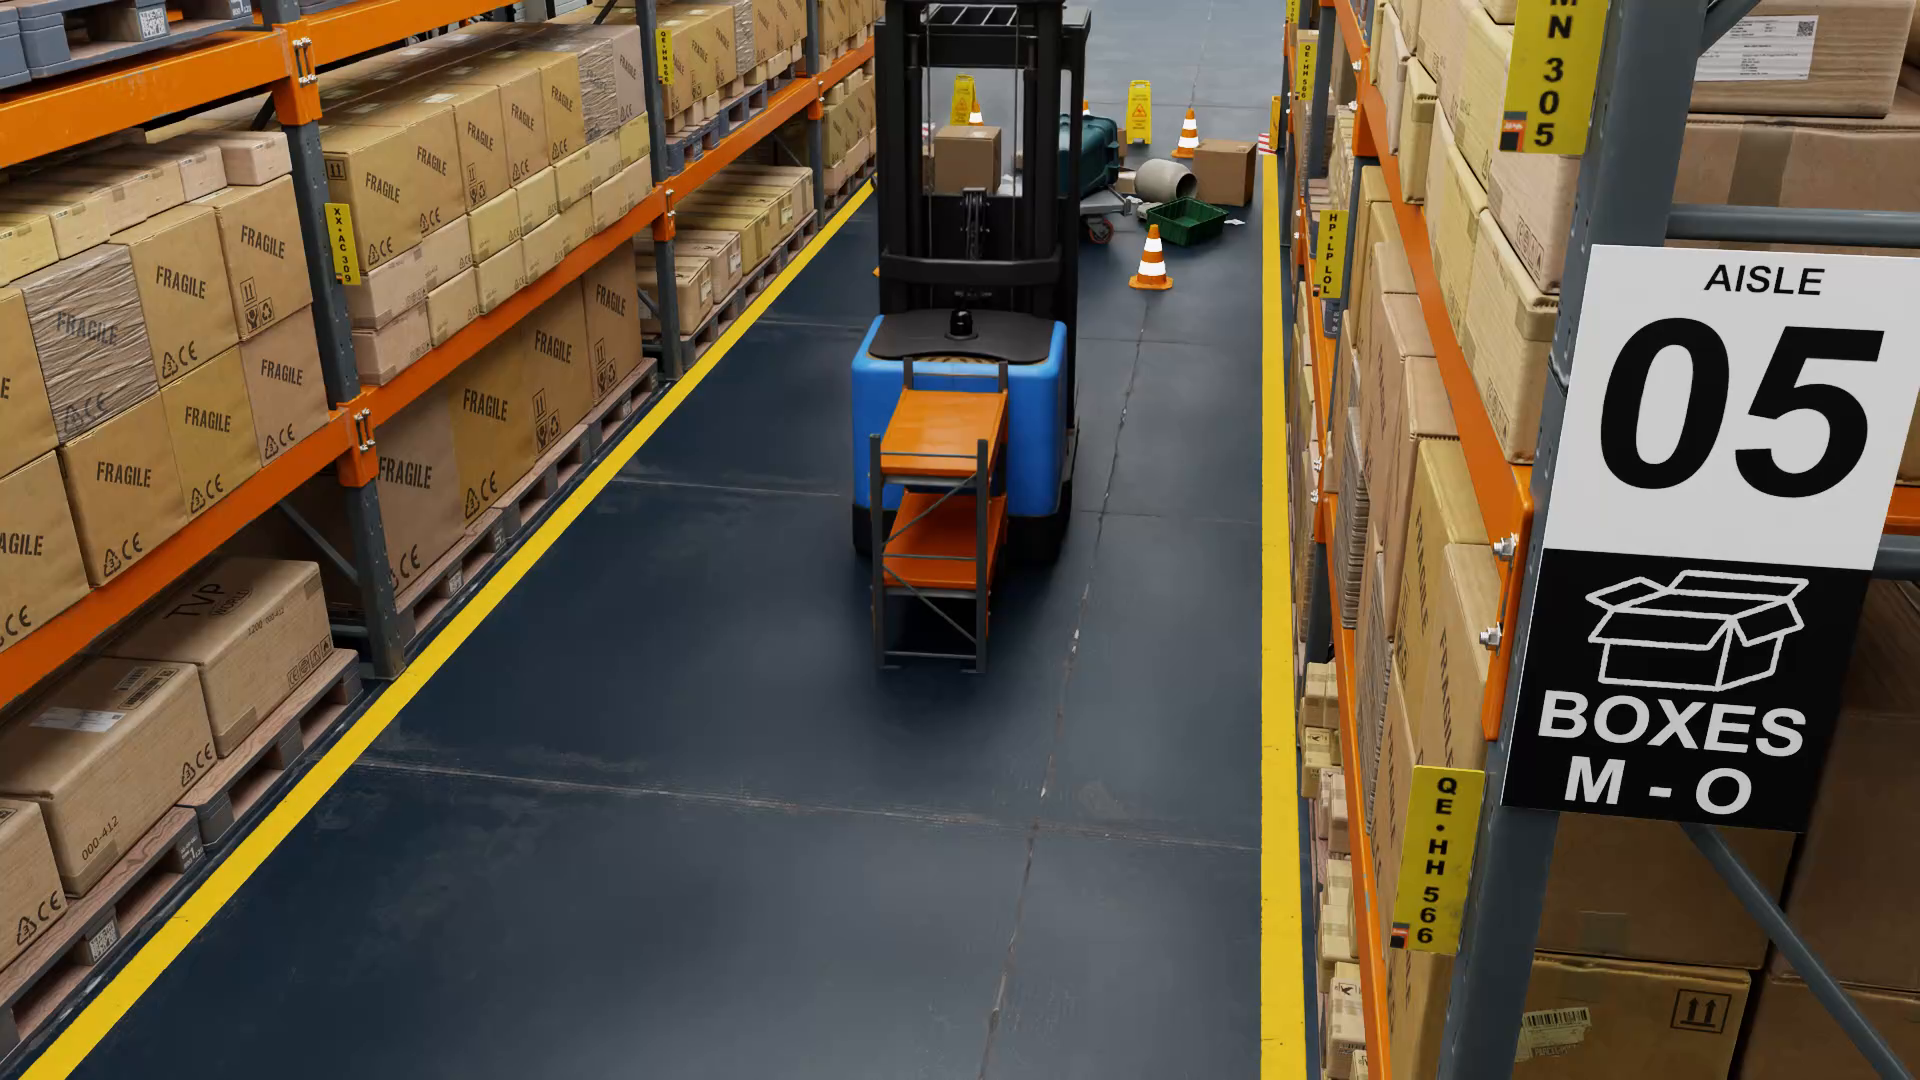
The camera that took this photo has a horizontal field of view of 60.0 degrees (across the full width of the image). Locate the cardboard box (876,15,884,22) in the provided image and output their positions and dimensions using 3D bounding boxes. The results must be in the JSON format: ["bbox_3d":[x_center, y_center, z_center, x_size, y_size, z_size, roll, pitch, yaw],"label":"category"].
[{"bbox_3d":[-0.895,-5.188,16.592,0.380,0.149,0.250,4,25,9],"label":"cardboard box"}]

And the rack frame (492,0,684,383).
[{"bbox_3d":[-2.345,-2.456,10.459,1.000,3.000,0.127,4,25,9],"label":"rack frame"}]

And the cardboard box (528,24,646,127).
[{"bbox_3d":[-2.172,-2.720,9.725,0.500,0.500,0.500,3,25,7],"label":"cardboard box"}]

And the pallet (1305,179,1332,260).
[{"bbox_3d":[2.544,-1.763,9.205,1.213,0.211,1.003,4,25,9],"label":"pallet"}]

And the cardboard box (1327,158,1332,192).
[{"bbox_3d":[2.283,-2.059,9.411,0.380,0.149,0.250,4,25,8],"label":"cardboard box"}]

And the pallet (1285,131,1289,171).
[{"bbox_3d":[3.809,-3.899,16.830,1.003,0.211,1.213,4,25,9],"label":"pallet"}]

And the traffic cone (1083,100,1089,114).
[{"bbox_3d":[1.315,-4.449,17.709,0.336,0.463,0.334,4,25,9],"label":"traffic cone"}]

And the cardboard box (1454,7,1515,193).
[{"bbox_3d":[1.154,-0.751,2.865,0.500,0.250,0.500,3,25,7],"label":"cardboard box"}]

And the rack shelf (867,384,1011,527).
[{"bbox_3d":[-0.077,-0.402,7.591,0.538,0.278,1.000,3,25,6],"label":"rack shelf"}]

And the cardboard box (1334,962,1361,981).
[{"bbox_3d":[1.267,1.375,4.790,0.380,0.149,0.250,5,26,11],"label":"cardboard box"}]

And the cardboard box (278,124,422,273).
[{"bbox_3d":[-2.643,-1.446,7.003,0.500,0.500,0.500,4,25,9],"label":"cardboard box"}]

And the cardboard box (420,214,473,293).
[{"bbox_3d":[-2.591,-1.326,7.632,0.500,0.250,0.500,4,25,9],"label":"cardboard box"}]

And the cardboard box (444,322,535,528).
[{"bbox_3d":[-2.836,-0.654,8.621,0.875,0.875,0.875,5,26,10],"label":"cardboard box"}]

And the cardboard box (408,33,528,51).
[{"bbox_3d":[-2.738,-2.557,9.377,0.500,0.500,0.500,4,25,9],"label":"cardboard box"}]

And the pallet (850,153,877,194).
[{"bbox_3d":[-1.419,-3.661,16.323,1.003,0.211,1.213,4,25,9],"label":"pallet"}]

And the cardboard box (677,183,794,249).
[{"bbox_3d":[-1.889,-2.609,13.389,0.950,0.372,0.625,6,26,12],"label":"cardboard box"}]

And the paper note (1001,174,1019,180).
[{"bbox_3d":[0.485,-3.574,16.363,0.148,0.019,0.142,13,28,26],"label":"paper note"}]

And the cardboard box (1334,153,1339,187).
[{"bbox_3d":[2.195,-1.953,8.834,0.380,0.149,0.250,3,25,7],"label":"cardboard box"}]

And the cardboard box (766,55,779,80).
[{"bbox_3d":[-1.608,-3.645,12.800,0.380,0.149,0.250,4,25,9],"label":"cardboard box"}]

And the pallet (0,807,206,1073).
[{"bbox_3d":[-3.397,1.304,5.715,1.003,0.211,1.213,4,25,9],"label":"pallet"}]

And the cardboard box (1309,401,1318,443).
[{"bbox_3d":[1.871,-0.423,7.685,0.500,0.250,0.500,5,26,11],"label":"cardboard box"}]

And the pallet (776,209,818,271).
[{"bbox_3d":[-1.817,-2.541,13.929,1.003,0.211,1.213,4,25,9],"label":"pallet"}]

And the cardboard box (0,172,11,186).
[{"bbox_3d":[-3.434,-1.143,5.592,0.380,0.149,0.250,4,25,8],"label":"cardboard box"}]

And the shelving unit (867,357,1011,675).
[{"bbox_3d":[-0.077,-0.137,7.715,0.538,1.125,1.048,3,25,6],"label":"shelving unit"}]

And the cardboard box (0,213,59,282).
[{"bbox_3d":[-3.006,-0.894,5.059,0.380,0.149,0.250,3,25,7],"label":"cardboard box"}]

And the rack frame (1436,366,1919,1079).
[{"bbox_3d":[1.247,1.190,2.669,1.000,3.000,0.127,4,25,9],"label":"rack frame"}]

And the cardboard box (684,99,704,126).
[{"bbox_3d":[-1.939,-2.883,11.172,0.380,0.149,0.250,2,25,5],"label":"cardboard box"}]

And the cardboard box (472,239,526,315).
[{"bbox_3d":[-2.484,-1.311,8.189,0.500,0.250,0.500,4,25,8],"label":"cardboard box"}]

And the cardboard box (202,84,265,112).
[{"bbox_3d":[-6.699,-4.088,15.515,0.500,0.250,0.500,5,25,10],"label":"cardboard box"}]

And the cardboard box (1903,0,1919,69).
[{"bbox_3d":[1.584,-0.732,2.355,0.380,0.149,0.250,5,26,11],"label":"cardboard box"}]

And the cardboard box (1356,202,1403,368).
[{"bbox_3d":[1.517,-0.726,5.114,0.500,0.500,0.500,3,25,7],"label":"cardboard box"}]

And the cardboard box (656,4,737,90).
[{"bbox_3d":[-1.885,-3.440,11.596,0.500,0.500,0.500,4,25,9],"label":"cardboard box"}]

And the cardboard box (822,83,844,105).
[{"bbox_3d":[-1.249,-3.984,14.821,0.380,0.149,0.250,4,25,9],"label":"cardboard box"}]

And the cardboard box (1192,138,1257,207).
[{"bbox_3d":[2.450,-3.418,15.459,0.500,0.500,0.500,8,26,18],"label":"cardboard box"}]

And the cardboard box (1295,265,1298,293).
[{"bbox_3d":[2.883,-1.941,11.517,1.050,0.750,0.750,4,25,9],"label":"cardboard box"}]

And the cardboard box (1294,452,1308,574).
[{"bbox_3d":[1.858,-0.082,7.841,0.500,0.500,0.500,3,25,7],"label":"cardboard box"}]

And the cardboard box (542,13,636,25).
[{"bbox_3d":[-2.471,-3.253,11.197,0.500,0.500,0.500,4,25,8],"label":"cardboard box"}]

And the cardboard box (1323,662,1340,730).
[{"bbox_3d":[1.537,0.590,6.118,0.380,0.149,0.250,5,26,11],"label":"cardboard box"}]

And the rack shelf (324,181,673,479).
[{"bbox_3d":[-2.672,-1.294,8.825,1.077,0.370,4.000,4,25,9],"label":"rack shelf"}]

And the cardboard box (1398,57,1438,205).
[{"bbox_3d":[1.299,-0.953,3.886,0.500,0.250,0.500,5,26,11],"label":"cardboard box"}]

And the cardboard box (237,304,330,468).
[{"bbox_3d":[-2.822,-0.617,6.412,0.500,0.500,0.500,4,25,9],"label":"cardboard box"}]

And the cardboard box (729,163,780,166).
[{"bbox_3d":[-1.860,-3.340,15.095,0.500,0.250,0.500,5,26,11],"label":"cardboard box"}]

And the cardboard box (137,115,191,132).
[{"bbox_3d":[-6.663,-3.367,14.711,0.875,0.625,0.625,5,26,11],"label":"cardboard box"}]

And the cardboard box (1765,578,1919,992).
[{"bbox_3d":[1.583,0.388,2.734,0.500,0.500,0.500,4,25,8],"label":"cardboard box"}]

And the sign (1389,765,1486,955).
[{"bbox_3d":[0.703,0.476,2.456,0.100,0.325,0.005,4,25,9],"label":"sign"}]

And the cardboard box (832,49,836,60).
[{"bbox_3d":[-1.320,-4.347,14.796,0.380,0.149,0.250,4,25,8],"label":"cardboard box"}]

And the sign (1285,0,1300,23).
[{"bbox_3d":[2.661,-4.294,13.271,0.100,0.325,0.005,4,25,9],"label":"sign"}]

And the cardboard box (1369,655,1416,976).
[{"bbox_3d":[1.156,0.590,3.483,0.500,0.500,0.500,4,25,8],"label":"cardboard box"}]

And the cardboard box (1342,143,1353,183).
[{"bbox_3d":[2.116,-1.883,8.333,0.380,0.149,0.250,5,26,11],"label":"cardboard box"}]

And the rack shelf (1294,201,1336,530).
[{"bbox_3d":[2.228,-0.993,8.182,1.077,0.370,4.000,4,25,9],"label":"rack shelf"}]

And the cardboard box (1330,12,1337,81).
[{"bbox_3d":[2.801,-3.267,10.894,0.700,0.500,0.500,4,25,8],"label":"cardboard box"}]

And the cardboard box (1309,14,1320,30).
[{"bbox_3d":[3.257,-4.052,13.690,0.875,0.550,0.550,4,25,9],"label":"cardboard box"}]

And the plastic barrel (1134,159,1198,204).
[{"bbox_3d":[1.881,-3.242,15.178,0.421,0.421,0.512,-20,32,-36],"label":"plastic barrel"}]

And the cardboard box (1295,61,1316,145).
[{"bbox_3d":[2.608,-3.040,11.588,0.500,0.500,0.500,4,25,9],"label":"cardboard box"}]

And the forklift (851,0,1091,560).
[{"bbox_3d":[0.128,-1.821,9.183,1.130,2.935,3.031,3,25,6],"label":"forklift"}]

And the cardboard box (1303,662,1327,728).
[{"bbox_3d":[1.526,0.613,6.418,0.380,0.149,0.250,5,26,11],"label":"cardboard box"}]
